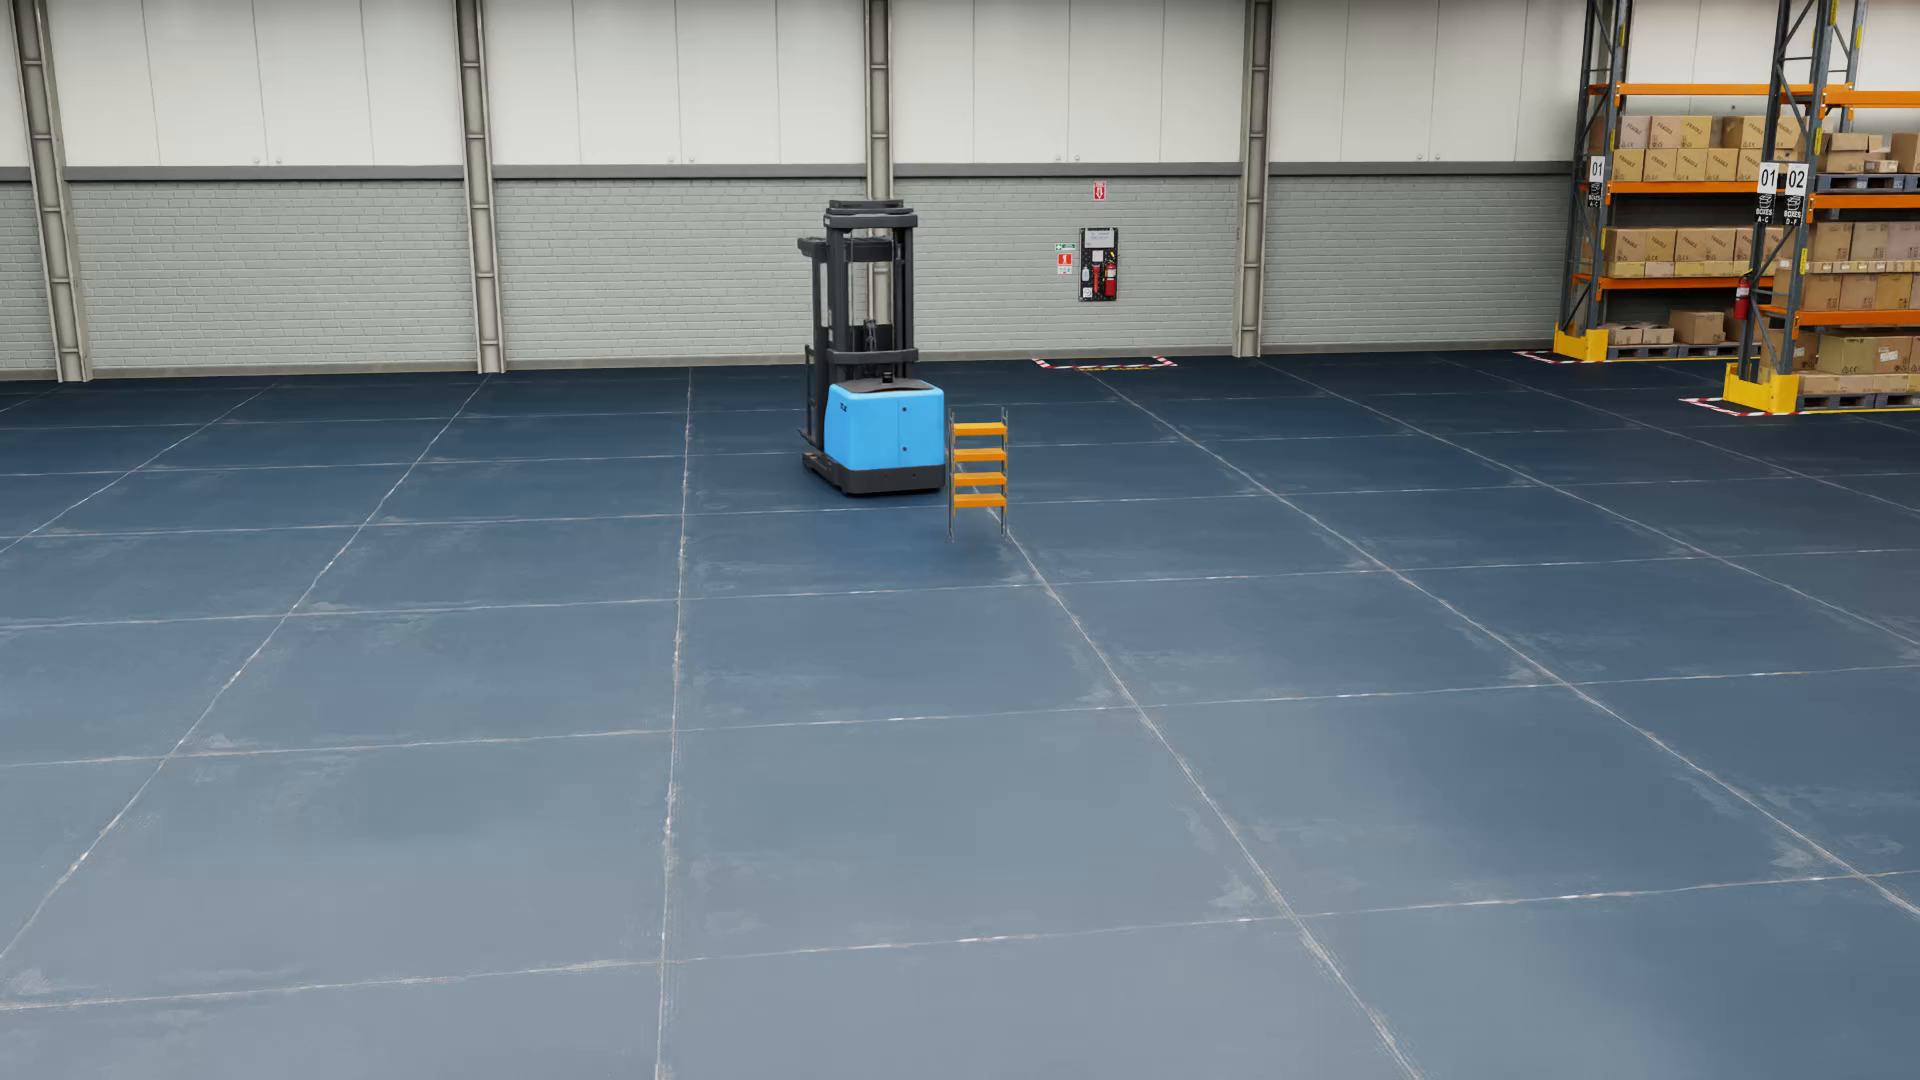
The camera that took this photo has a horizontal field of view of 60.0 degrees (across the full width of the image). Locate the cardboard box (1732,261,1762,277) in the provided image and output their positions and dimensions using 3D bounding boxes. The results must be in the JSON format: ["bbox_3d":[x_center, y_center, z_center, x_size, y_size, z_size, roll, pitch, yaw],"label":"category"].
[{"bbox_3d":[12.600,-4.414,26.924,0.500,0.250,0.500,-2,14,-9],"label":"cardboard box"}]

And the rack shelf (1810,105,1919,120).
[{"bbox_3d":[15.990,-7.045,27.114,4.000,0.370,1.077,-2,14,-8],"label":"rack shelf"}]

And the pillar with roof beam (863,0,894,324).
[{"bbox_3d":[-0.604,-6.133,21.178,0.400,9.000,9.100,-2,14,-8],"label":"pillar with roof beam"}]

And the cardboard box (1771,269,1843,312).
[{"bbox_3d":[11.262,-3.331,22.133,0.500,0.500,0.700,-2,14,-8],"label":"cardboard box"}]

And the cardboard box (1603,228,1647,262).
[{"bbox_3d":[10.574,-4.706,26.546,0.500,0.500,0.500,-2,14,-8],"label":"cardboard box"}]

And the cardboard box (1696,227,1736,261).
[{"bbox_3d":[12.085,-4.760,26.762,0.500,0.500,0.500,-2,14,-7],"label":"cardboard box"}]

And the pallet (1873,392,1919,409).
[{"bbox_3d":[12.753,-1.998,22.753,1.213,0.211,1.003,-2,14,-8],"label":"pallet"}]

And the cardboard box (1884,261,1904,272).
[{"bbox_3d":[12.240,-3.632,22.000,0.250,0.149,0.380,-3,14,-10],"label":"cardboard box"}]

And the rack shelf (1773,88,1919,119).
[{"bbox_3d":[12.777,-5.708,21.785,4.000,0.370,1.077,-2,14,-8],"label":"rack shelf"}]

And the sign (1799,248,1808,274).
[{"bbox_3d":[10.876,-3.593,21.442,0.005,0.325,0.100,-2,14,-8],"label":"sign"}]

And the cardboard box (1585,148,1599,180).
[{"bbox_3d":[10.432,-6.049,26.764,0.500,0.500,0.500,-1,14,-4],"label":"cardboard box"}]

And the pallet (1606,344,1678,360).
[{"bbox_3d":[10.941,-3.131,27.274,1.213,0.211,1.003,-2,14,-8],"label":"pallet"}]

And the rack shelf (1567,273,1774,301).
[{"bbox_3d":[12.035,-4.184,27.217,4.000,0.370,1.077,-2,14,-8],"label":"rack shelf"}]

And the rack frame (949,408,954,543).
[{"bbox_3d":[-0.078,-0.579,15.065,0.015,1.200,0.240,-2,14,-8],"label":"rack frame"}]

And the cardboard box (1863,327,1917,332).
[{"bbox_3d":[12.766,-2.651,22.874,0.500,0.500,0.500,-2,14,-8],"label":"cardboard box"}]

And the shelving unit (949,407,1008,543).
[{"bbox_3d":[0.164,-0.588,15.100,0.503,1.200,0.258,-2,14,-8],"label":"shelving unit"}]

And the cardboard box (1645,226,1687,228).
[{"bbox_3d":[11.502,-4.865,27.179,0.500,0.500,0.500,-2,14,-10],"label":"cardboard box"}]

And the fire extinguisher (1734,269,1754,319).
[{"bbox_3d":[10.613,-3.339,22.528,0.183,0.674,0.296,-2,14,-8],"label":"fire extinguisher"}]

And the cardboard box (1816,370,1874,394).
[{"bbox_3d":[11.856,-2.124,22.313,0.500,0.250,0.500,-2,14,-8],"label":"cardboard box"}]

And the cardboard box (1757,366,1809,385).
[{"bbox_3d":[11.285,-2.229,22.734,0.500,0.250,0.500,-2,14,-8],"label":"cardboard box"}]

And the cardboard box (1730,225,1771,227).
[{"bbox_3d":[13.005,-4.921,27.404,0.500,0.500,0.500,-2,14,-9],"label":"cardboard box"}]

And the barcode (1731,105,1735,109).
[{"bbox_3d":[12.574,-7.035,27.034,0.075,0.075,0.001,-2,14,-8],"label":"barcode"}]

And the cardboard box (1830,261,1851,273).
[{"bbox_3d":[11.480,-3.605,21.890,0.250,0.149,0.380,-2,14,-10],"label":"cardboard box"}]

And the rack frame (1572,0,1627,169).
[{"bbox_3d":[10.057,-7.370,26.111,0.127,3.000,1.000,-2,14,-8],"label":"rack frame"}]

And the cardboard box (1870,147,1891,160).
[{"bbox_3d":[12.448,-5.077,22.167,0.500,0.311,0.500,0,14,-2],"label":"cardboard box"}]

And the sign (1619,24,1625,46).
[{"bbox_3d":[10.138,-7.731,25.467,0.005,0.325,0.100,-2,14,-8],"label":"sign"}]

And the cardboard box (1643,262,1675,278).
[{"bbox_3d":[11.098,-4.361,26.711,0.500,0.250,0.500,-3,14,-10],"label":"cardboard box"}]

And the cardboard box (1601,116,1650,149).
[{"bbox_3d":[10.474,-6.414,26.162,0.500,0.500,0.500,-3,14,-12],"label":"cardboard box"}]

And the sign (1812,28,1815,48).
[{"bbox_3d":[13.924,-8.178,27.087,0.005,0.325,0.100,-2,14,-8],"label":"sign"}]

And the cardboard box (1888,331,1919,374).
[{"bbox_3d":[12.846,-2.522,22.360,0.500,0.500,0.500,-2,14,-8],"label":"cardboard box"}]

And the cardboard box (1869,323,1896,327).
[{"bbox_3d":[15.241,-3.668,27.914,0.500,0.500,0.700,-2,14,-9],"label":"cardboard box"}]

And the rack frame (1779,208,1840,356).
[{"bbox_3d":[14.013,-4.605,27.419,0.127,3.000,1.000,-2,14,-8],"label":"rack frame"}]

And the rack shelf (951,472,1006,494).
[{"bbox_3d":[0.164,-0.523,15.116,0.480,0.148,0.258,-2,14,-8],"label":"rack shelf"}]

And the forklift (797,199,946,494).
[{"bbox_3d":[-1.106,-2.203,17.981,1.130,2.935,3.031,-5,15,-18],"label":"forklift"}]

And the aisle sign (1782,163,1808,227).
[{"bbox_3d":[10.780,-4.454,21.470,0.004,0.787,0.394,-2,14,-8],"label":"aisle sign"}]

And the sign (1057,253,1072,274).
[{"bbox_3d":[1.676,-4.418,26.599,0.234,0.329,0.001,-2,14,-8],"label":"sign"}]

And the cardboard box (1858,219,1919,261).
[{"bbox_3d":[12.332,-4.001,22.137,0.500,0.500,0.700,-2,14,-8],"label":"cardboard box"}]

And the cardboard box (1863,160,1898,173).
[{"bbox_3d":[11.989,-4.874,21.688,0.250,0.149,0.380,-2,14,-8],"label":"cardboard box"}]

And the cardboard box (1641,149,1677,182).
[{"bbox_3d":[10.962,-5.936,26.313,0.500,0.500,0.500,-1,14,-5],"label":"cardboard box"}]

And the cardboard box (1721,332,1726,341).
[{"bbox_3d":[12.428,-3.383,27.500,0.250,0.149,0.380,-3,14,-13],"label":"cardboard box"}]

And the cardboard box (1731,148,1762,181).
[{"bbox_3d":[12.506,-5.996,26.552,0.500,0.500,0.500,-3,14,-11],"label":"cardboard box"}]

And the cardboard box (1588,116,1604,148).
[{"bbox_3d":[10.445,-6.537,26.653,0.500,0.500,0.500,-1,14,-6],"label":"cardboard box"}]

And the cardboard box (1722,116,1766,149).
[{"bbox_3d":[12.502,-6.476,26.410,0.500,0.500,0.500,-3,14,-10],"label":"cardboard box"}]

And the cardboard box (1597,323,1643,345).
[{"bbox_3d":[10.755,-3.373,27.128,0.500,0.311,0.500,-4,15,-15],"label":"cardboard box"}]

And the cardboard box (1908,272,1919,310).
[{"bbox_3d":[12.793,-3.388,22.359,0.500,0.500,0.700,-2,14,-7],"label":"cardboard box"}]

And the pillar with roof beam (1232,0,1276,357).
[{"bbox_3d":[5.329,-6.351,22.045,0.400,9.000,9.100,-2,14,-8],"label":"pillar with roof beam"}]
